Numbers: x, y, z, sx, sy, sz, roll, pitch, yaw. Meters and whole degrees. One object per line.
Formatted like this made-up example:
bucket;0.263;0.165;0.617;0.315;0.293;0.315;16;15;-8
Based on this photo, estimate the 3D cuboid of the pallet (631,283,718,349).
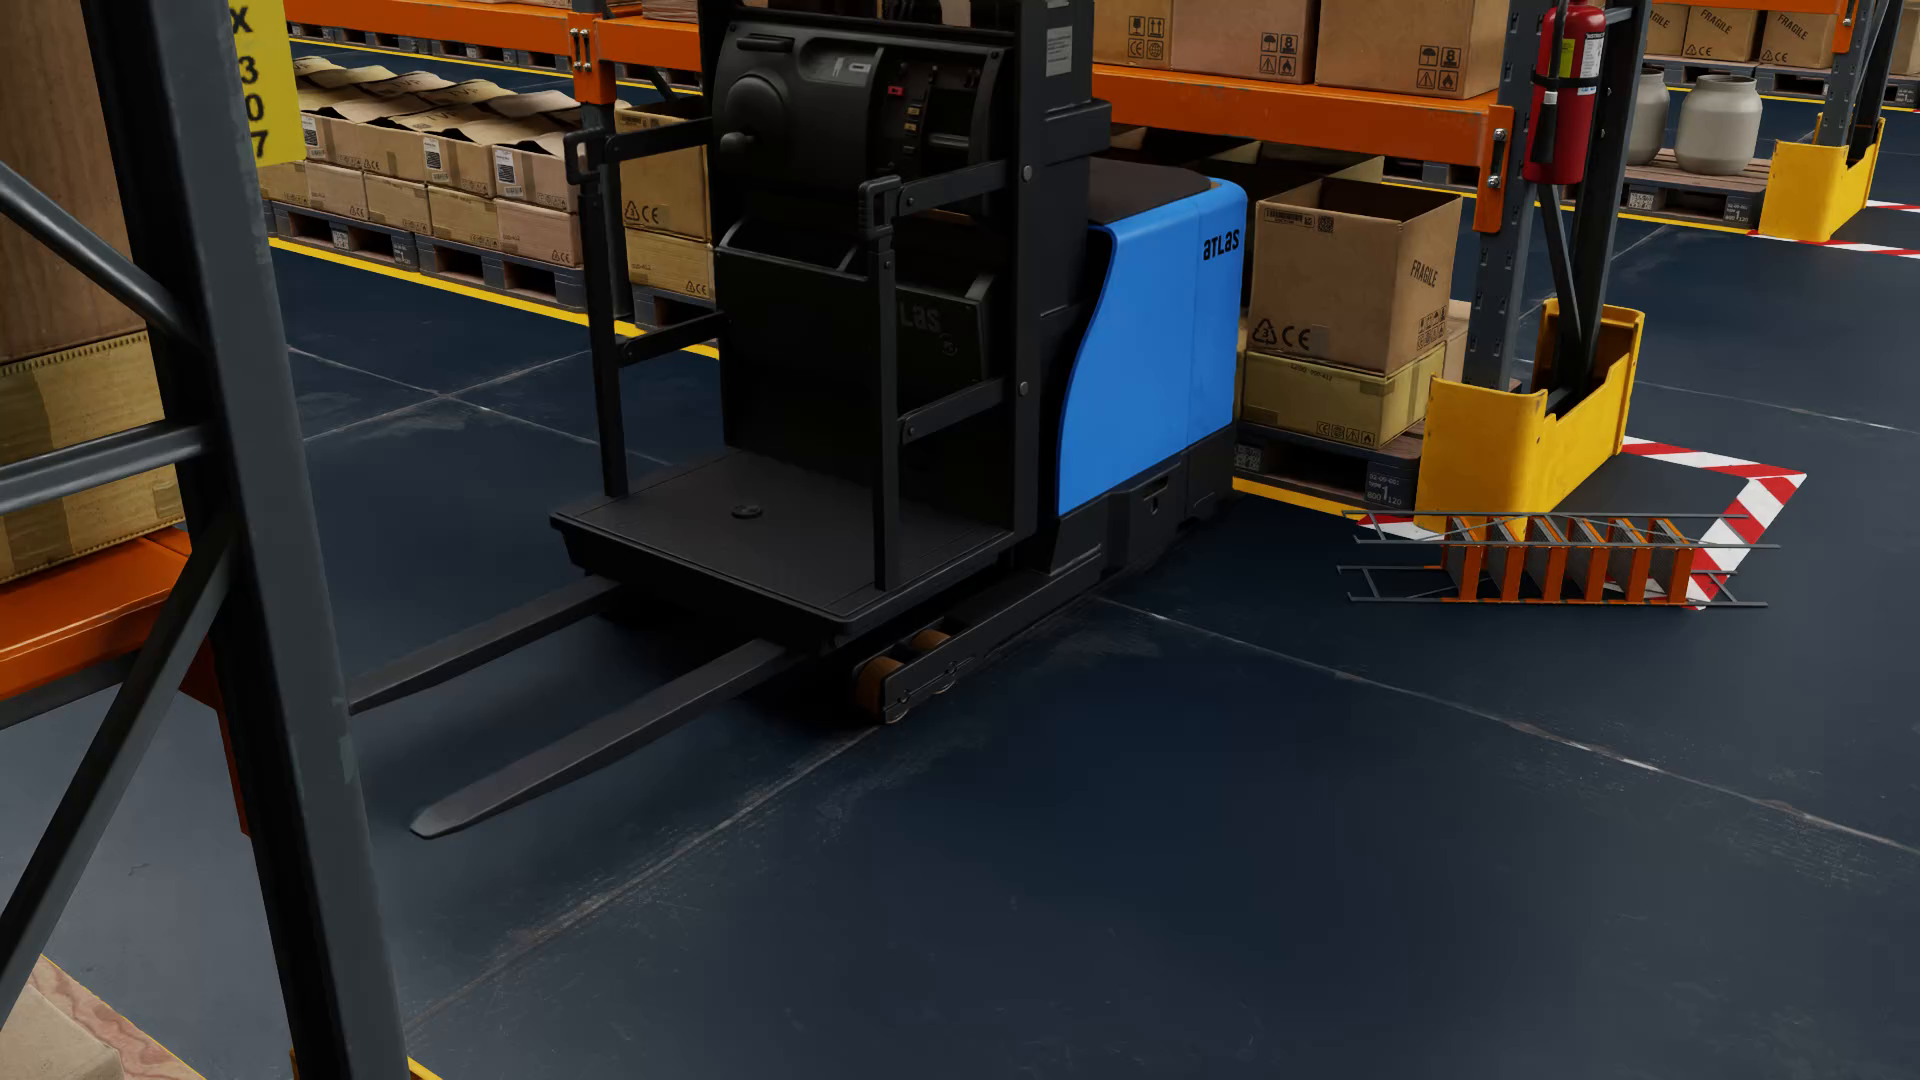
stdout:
pallet;-0.682;-1.058;7.389;1.213;0.211;1.003;17;29;33

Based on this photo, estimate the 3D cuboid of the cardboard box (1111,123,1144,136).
cardboard box;0.413;-1.415;6.700;0.500;0.500;0.500;17;29;33

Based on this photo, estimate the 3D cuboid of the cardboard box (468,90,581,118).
cardboard box;-2.287;-2.158;8.622;0.500;0.311;0.500;16;28;32

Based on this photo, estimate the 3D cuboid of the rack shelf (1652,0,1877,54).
rack shelf;3.281;-3.324;9.967;4.000;0.370;1.077;17;29;33

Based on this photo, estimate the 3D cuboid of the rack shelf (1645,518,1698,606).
rack shelf;2.054;0.055;4.884;0.103;0.180;0.258;1;24;2

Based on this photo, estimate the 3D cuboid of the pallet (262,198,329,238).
pallet;-3.859;-2.019;9.571;1.213;0.211;1.003;17;29;33

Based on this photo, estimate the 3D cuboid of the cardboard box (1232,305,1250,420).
cardboard box;0.894;-0.658;5.912;0.500;0.250;0.500;17;29;33

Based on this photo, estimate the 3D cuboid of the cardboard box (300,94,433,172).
cardboard box;-3.007;-2.104;8.498;0.500;0.311;0.500;16;29;33

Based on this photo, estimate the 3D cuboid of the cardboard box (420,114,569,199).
cardboard box;-2.210;-1.860;7.944;0.500;0.311;0.500;18;29;35

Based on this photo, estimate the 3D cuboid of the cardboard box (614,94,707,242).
cardboard box;-1.110;-1.604;7.129;0.500;0.500;0.500;17;29;33

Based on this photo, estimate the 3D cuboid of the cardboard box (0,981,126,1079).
cardboard box;-1.560;0.859;2.368;0.500;0.311;0.500;13;27;27

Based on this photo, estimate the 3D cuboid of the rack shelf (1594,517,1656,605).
rack shelf;1.934;0.054;4.887;0.103;0.180;0.258;1;24;2

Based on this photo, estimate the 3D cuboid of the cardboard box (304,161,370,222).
cardboard box;-3.019;-1.850;8.619;0.500;0.250;0.500;18;29;34

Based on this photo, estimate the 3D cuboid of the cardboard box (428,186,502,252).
cardboard box;-2.203;-1.603;8.058;0.500;0.250;0.500;16;29;33

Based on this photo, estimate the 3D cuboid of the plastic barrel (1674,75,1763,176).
plastic barrel;4.309;-2.358;9.446;0.421;0.512;0.421;0;24;0

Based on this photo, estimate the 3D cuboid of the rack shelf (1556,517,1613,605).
rack shelf;1.814;0.053;4.890;0.103;0.180;0.258;1;24;2

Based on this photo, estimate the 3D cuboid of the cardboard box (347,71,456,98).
cardboard box;-3.105;-2.404;9.179;0.500;0.311;0.500;17;29;33

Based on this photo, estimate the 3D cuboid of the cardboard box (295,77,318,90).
cardboard box;-3.826;-2.352;9.061;0.500;0.311;0.500;16;28;32

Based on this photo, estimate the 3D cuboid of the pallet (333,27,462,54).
pallet;-5.333;-4.961;16.247;1.213;0.211;1.003;17;29;33

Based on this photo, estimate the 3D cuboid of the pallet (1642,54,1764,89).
pallet;6.190;-4.013;14.096;1.213;0.211;1.003;17;29;33

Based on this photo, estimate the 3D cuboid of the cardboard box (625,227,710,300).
cardboard box;-1.104;-1.264;7.287;0.500;0.250;0.500;17;29;33

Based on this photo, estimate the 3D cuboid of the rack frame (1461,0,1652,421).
rack frame;1.907;-1.572;5.099;0.127;3.000;1.000;17;29;33

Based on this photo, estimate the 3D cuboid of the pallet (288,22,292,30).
pallet;-7.285;-5.551;17.586;1.213;0.211;1.003;17;29;33

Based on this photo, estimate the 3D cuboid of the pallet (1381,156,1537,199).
pallet;3.173;-2.390;10.413;1.213;0.211;1.003;17;29;33

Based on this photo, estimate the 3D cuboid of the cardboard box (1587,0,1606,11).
cardboard box;5.410;-4.538;14.408;0.500;0.500;0.500;-16;28;-31

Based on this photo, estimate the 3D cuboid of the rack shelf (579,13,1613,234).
rack shelf;0.307;-1.727;6.341;4.000;0.370;1.077;17;29;33

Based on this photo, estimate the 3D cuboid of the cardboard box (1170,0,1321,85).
cardboard box;1.118;-1.861;5.629;0.500;0.500;0.700;18;29;35

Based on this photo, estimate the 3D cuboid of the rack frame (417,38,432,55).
rack frame;-4.721;-6.072;15.310;0.127;3.000;1.000;17;29;33

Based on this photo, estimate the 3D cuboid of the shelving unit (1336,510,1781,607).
shelving unit;1.739;0.052;4.892;1.200;0.189;0.258;1;24;2

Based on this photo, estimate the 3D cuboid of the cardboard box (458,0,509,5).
cardboard box;-2.107;-2.632;7.669;0.258;0.266;0.396;16;28;32

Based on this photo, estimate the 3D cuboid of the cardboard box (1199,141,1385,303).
cardboard box;1.210;-1.171;6.147;0.500;0.500;0.500;17;29;33

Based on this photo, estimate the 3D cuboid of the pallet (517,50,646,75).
pallet;-3.148;-4.301;14.749;1.213;0.211;1.003;17;29;33

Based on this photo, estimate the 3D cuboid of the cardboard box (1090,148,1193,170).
cardboard box;0.491;-1.120;6.032;0.500;0.500;0.500;17;29;33

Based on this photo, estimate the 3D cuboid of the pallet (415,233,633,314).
pallet;-1.906;-1.429;8.232;1.213;0.211;1.003;17;29;33

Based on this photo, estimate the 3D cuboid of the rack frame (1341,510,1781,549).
rack frame;1.739;-0.032;4.855;1.200;0.006;0.240;1;24;2

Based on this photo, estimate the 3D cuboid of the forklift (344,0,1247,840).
forklift;-0.408;-1.103;4.118;1.130;2.935;3.031;17;29;34

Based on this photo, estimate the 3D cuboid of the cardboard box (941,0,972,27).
cardboard box;0.301;-2.109;6.192;0.500;0.500;0.700;18;29;35

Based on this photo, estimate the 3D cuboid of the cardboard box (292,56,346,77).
cardboard box;-3.927;-2.650;9.739;0.500;0.311;0.500;18;29;35

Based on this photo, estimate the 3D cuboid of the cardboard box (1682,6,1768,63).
cardboard box;6.373;-4.263;13.785;0.500;0.500;0.500;20;31;38

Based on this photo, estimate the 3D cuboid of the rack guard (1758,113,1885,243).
rack guard;4.792;-2.029;9.235;0.348;0.500;1.175;17;29;33

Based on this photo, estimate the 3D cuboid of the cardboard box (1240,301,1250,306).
cardboard box;1.209;-0.828;6.297;0.500;0.250;0.500;17;29;33

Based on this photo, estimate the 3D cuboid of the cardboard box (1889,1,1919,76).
cardboard box;7.362;-3.972;13.125;0.500;0.500;0.500;-20;31;-38

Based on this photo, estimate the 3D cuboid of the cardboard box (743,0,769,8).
cardboard box;-0.509;-2.355;6.750;0.500;0.500;0.700;16;29;33

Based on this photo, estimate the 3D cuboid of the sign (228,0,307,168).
sign;-0.735;-0.545;1.692;0.005;0.325;0.100;17;29;33

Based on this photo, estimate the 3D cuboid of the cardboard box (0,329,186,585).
cardboard box;-1.261;-0.134;1.996;0.500;0.250;0.500;16;28;32
